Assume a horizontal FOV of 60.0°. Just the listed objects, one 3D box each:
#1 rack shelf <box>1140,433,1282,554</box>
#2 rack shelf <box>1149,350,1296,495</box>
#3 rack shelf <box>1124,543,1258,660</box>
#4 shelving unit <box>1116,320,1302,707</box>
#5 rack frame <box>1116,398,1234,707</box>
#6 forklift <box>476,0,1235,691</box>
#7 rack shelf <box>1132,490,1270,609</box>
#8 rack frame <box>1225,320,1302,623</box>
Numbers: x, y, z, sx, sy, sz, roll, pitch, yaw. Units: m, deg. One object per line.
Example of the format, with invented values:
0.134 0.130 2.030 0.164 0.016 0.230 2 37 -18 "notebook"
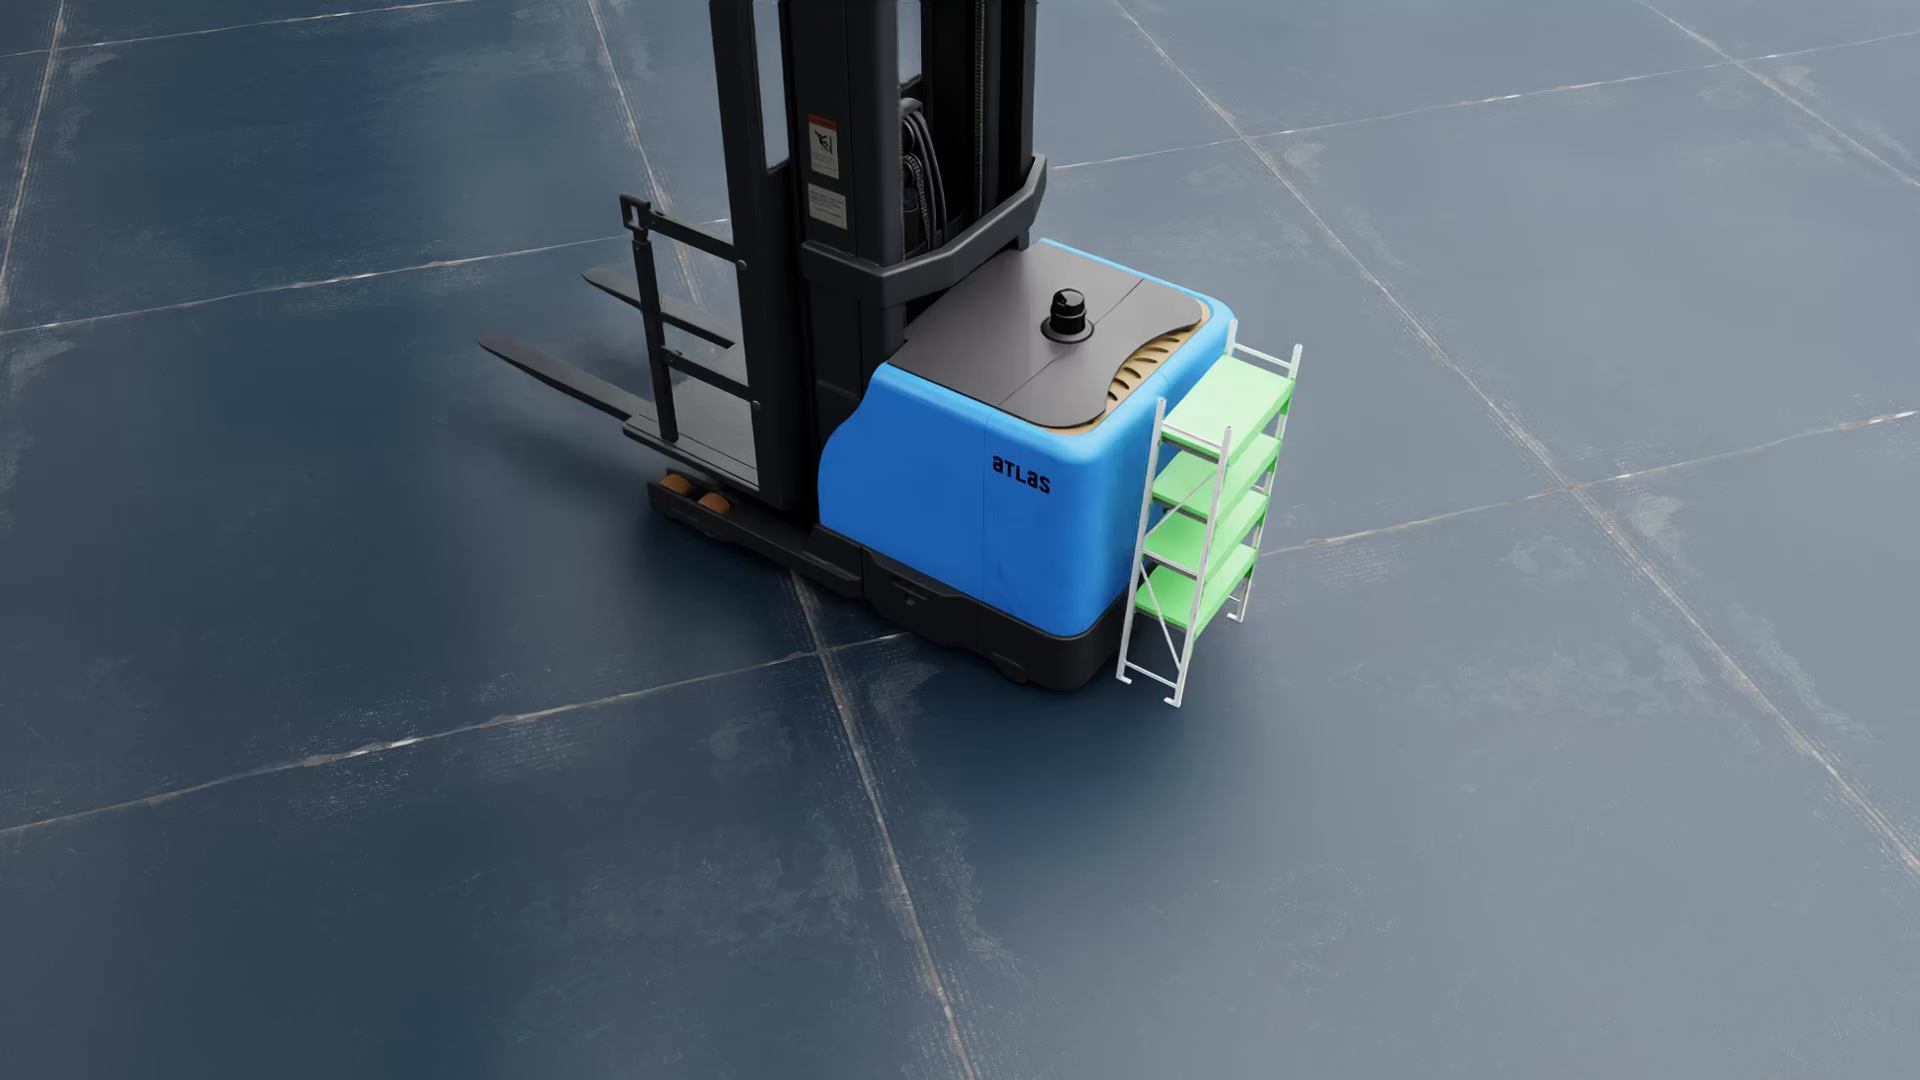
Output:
0.800 -0.192 5.281 0.258 0.148 0.480 25 47 22 "rack shelf"
0.809 -0.369 5.119 0.258 0.148 0.480 25 47 22 "rack shelf"
0.781 0.161 5.606 0.258 0.148 0.480 25 47 22 "rack shelf"
0.793 -0.063 5.400 0.258 1.200 0.503 25 47 22 "shelving unit"
0.662 0.073 5.246 0.240 1.200 0.015 25 47 22 "rack frame"
-0.568 -1.372 5.593 3.031 2.935 1.130 25 47 26 "forklift"
0.791 -0.016 5.444 0.258 0.148 0.480 25 47 22 "rack shelf"
0.924 -0.198 5.555 0.240 1.200 0.015 25 47 22 "rack frame"
